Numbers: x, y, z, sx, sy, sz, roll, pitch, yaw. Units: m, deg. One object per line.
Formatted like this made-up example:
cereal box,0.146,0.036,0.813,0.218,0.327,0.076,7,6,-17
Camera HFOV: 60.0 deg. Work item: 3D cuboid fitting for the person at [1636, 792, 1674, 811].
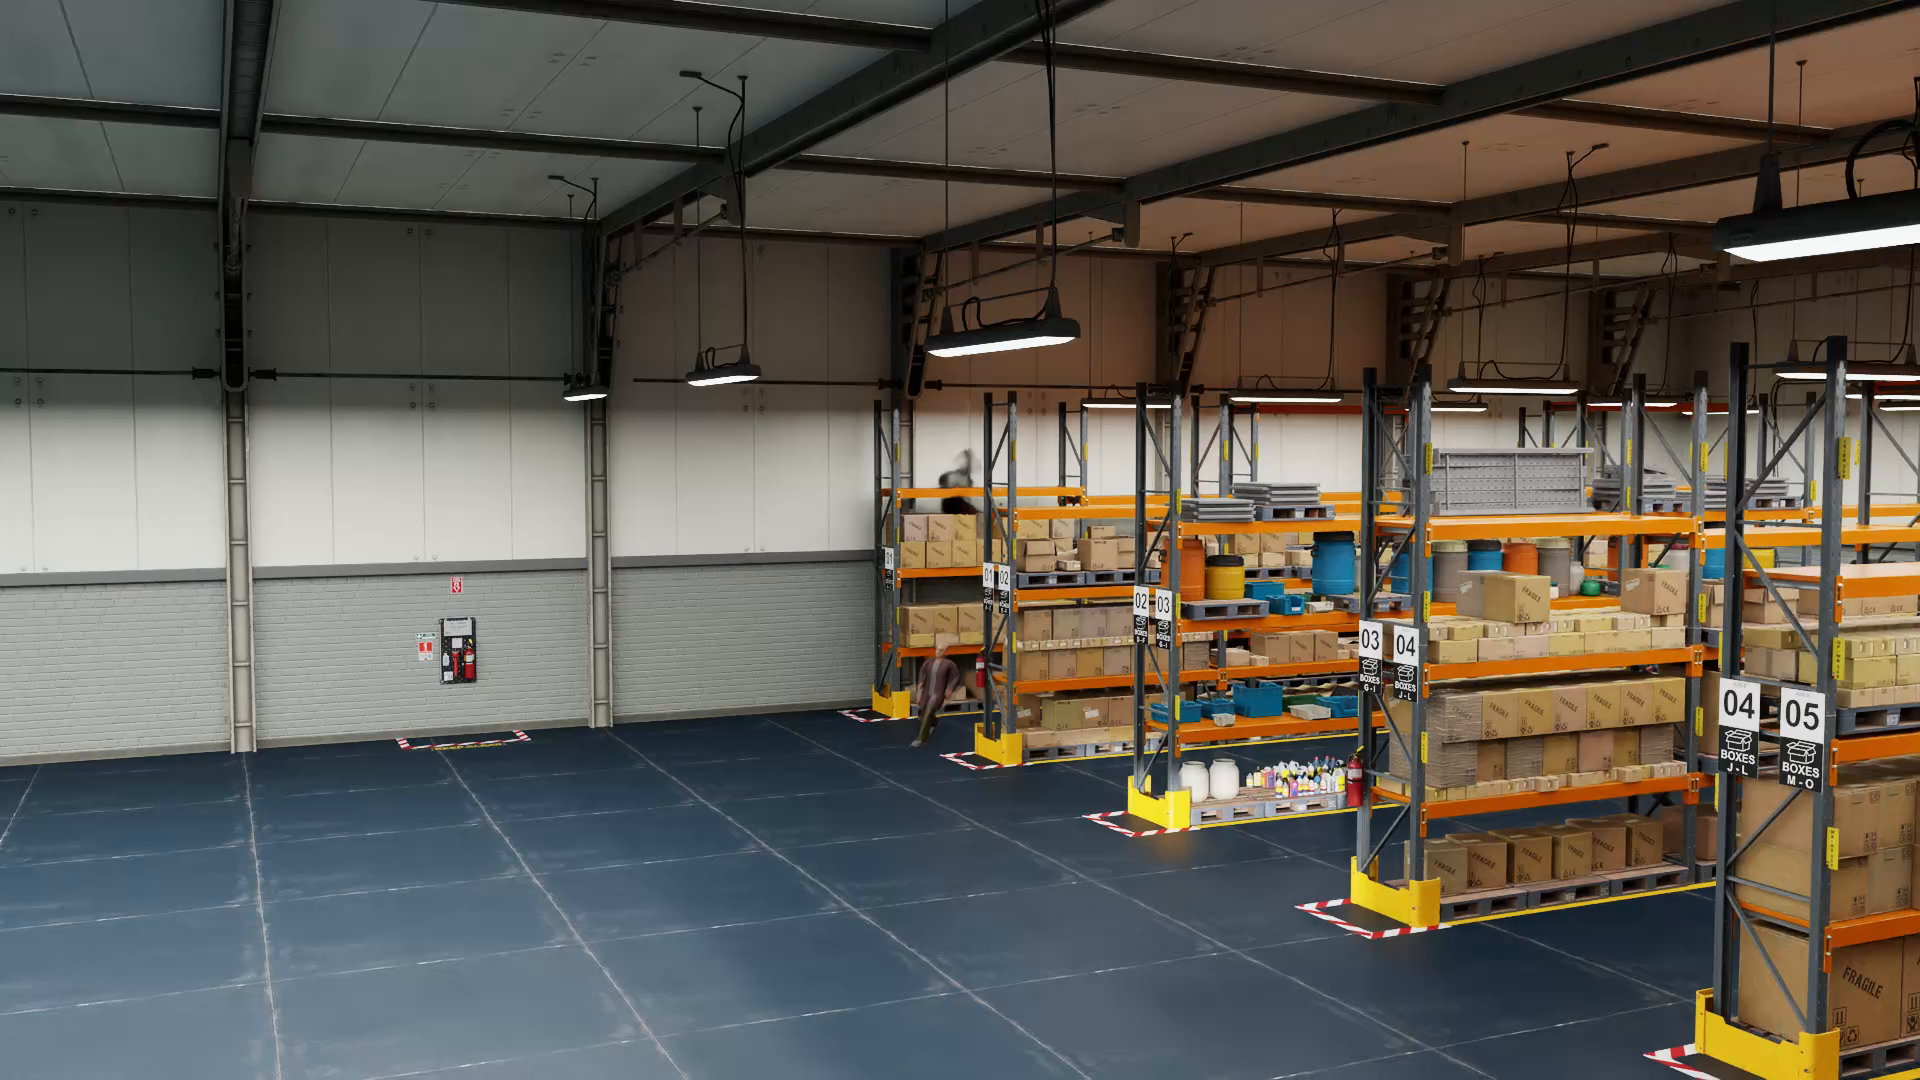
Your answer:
person,9.129,3.029,22.096,0.897,1.658,0.570,-2,4,-26

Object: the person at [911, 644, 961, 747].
person,-0.394,2.614,28.145,0.773,1.721,0.917,2,4,29
